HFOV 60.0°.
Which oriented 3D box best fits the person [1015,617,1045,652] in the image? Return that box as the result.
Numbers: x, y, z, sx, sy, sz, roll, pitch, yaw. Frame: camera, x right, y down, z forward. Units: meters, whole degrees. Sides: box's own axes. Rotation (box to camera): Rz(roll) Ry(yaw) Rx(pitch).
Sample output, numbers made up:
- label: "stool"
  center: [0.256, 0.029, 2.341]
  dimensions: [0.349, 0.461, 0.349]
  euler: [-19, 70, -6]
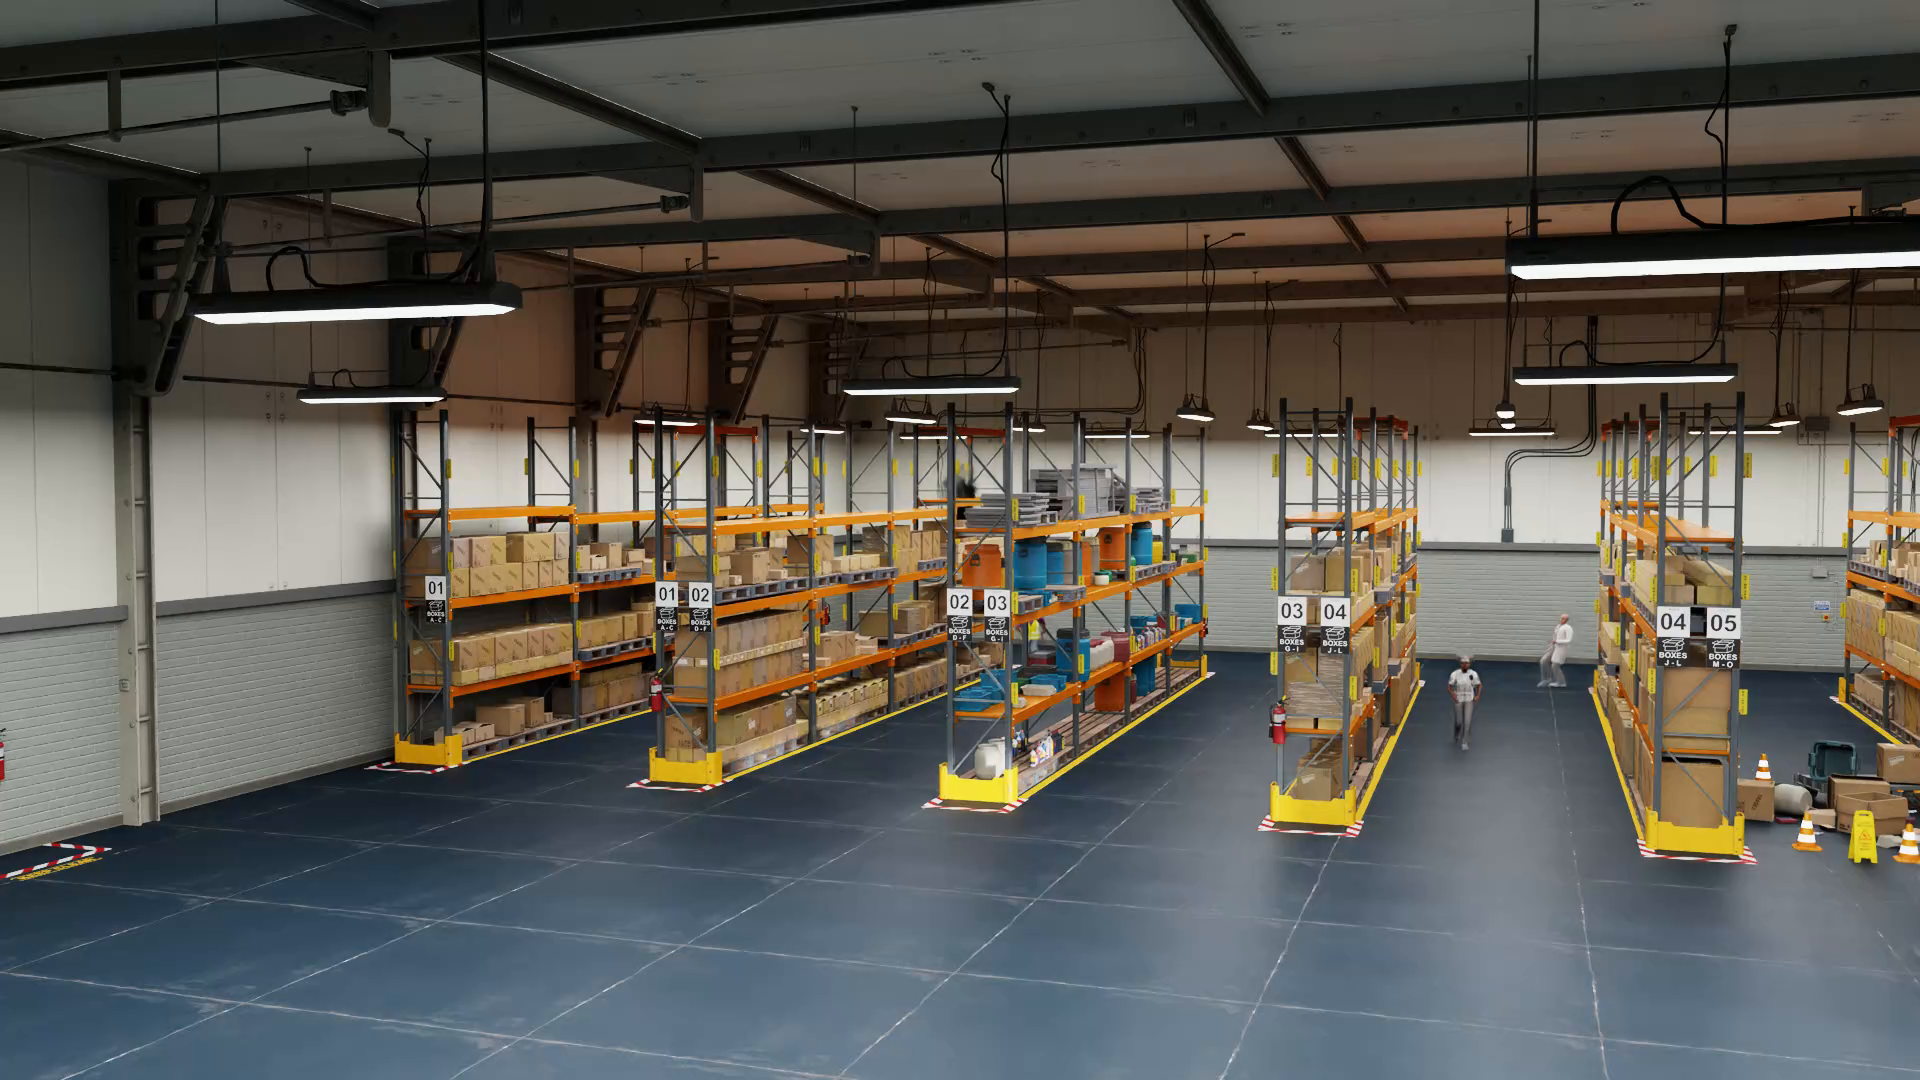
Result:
- label: "person"
  center: [1.570, 2.301, 37.489]
  dimensions: [0.677, 1.855, 0.752]
  euler: [0, 2, 6]

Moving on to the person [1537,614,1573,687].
- label: "person"
  center: [13.630, 2.552, 37.957]
  dimensions: [0.619, 1.750, 0.773]
  euler: [0, 2, -11]

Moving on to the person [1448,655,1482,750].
- label: "person"
  center: [9.077, 2.894, 29.898]
  dimensions: [0.600, 1.683, 0.636]
  euler: [1, 3, 13]
